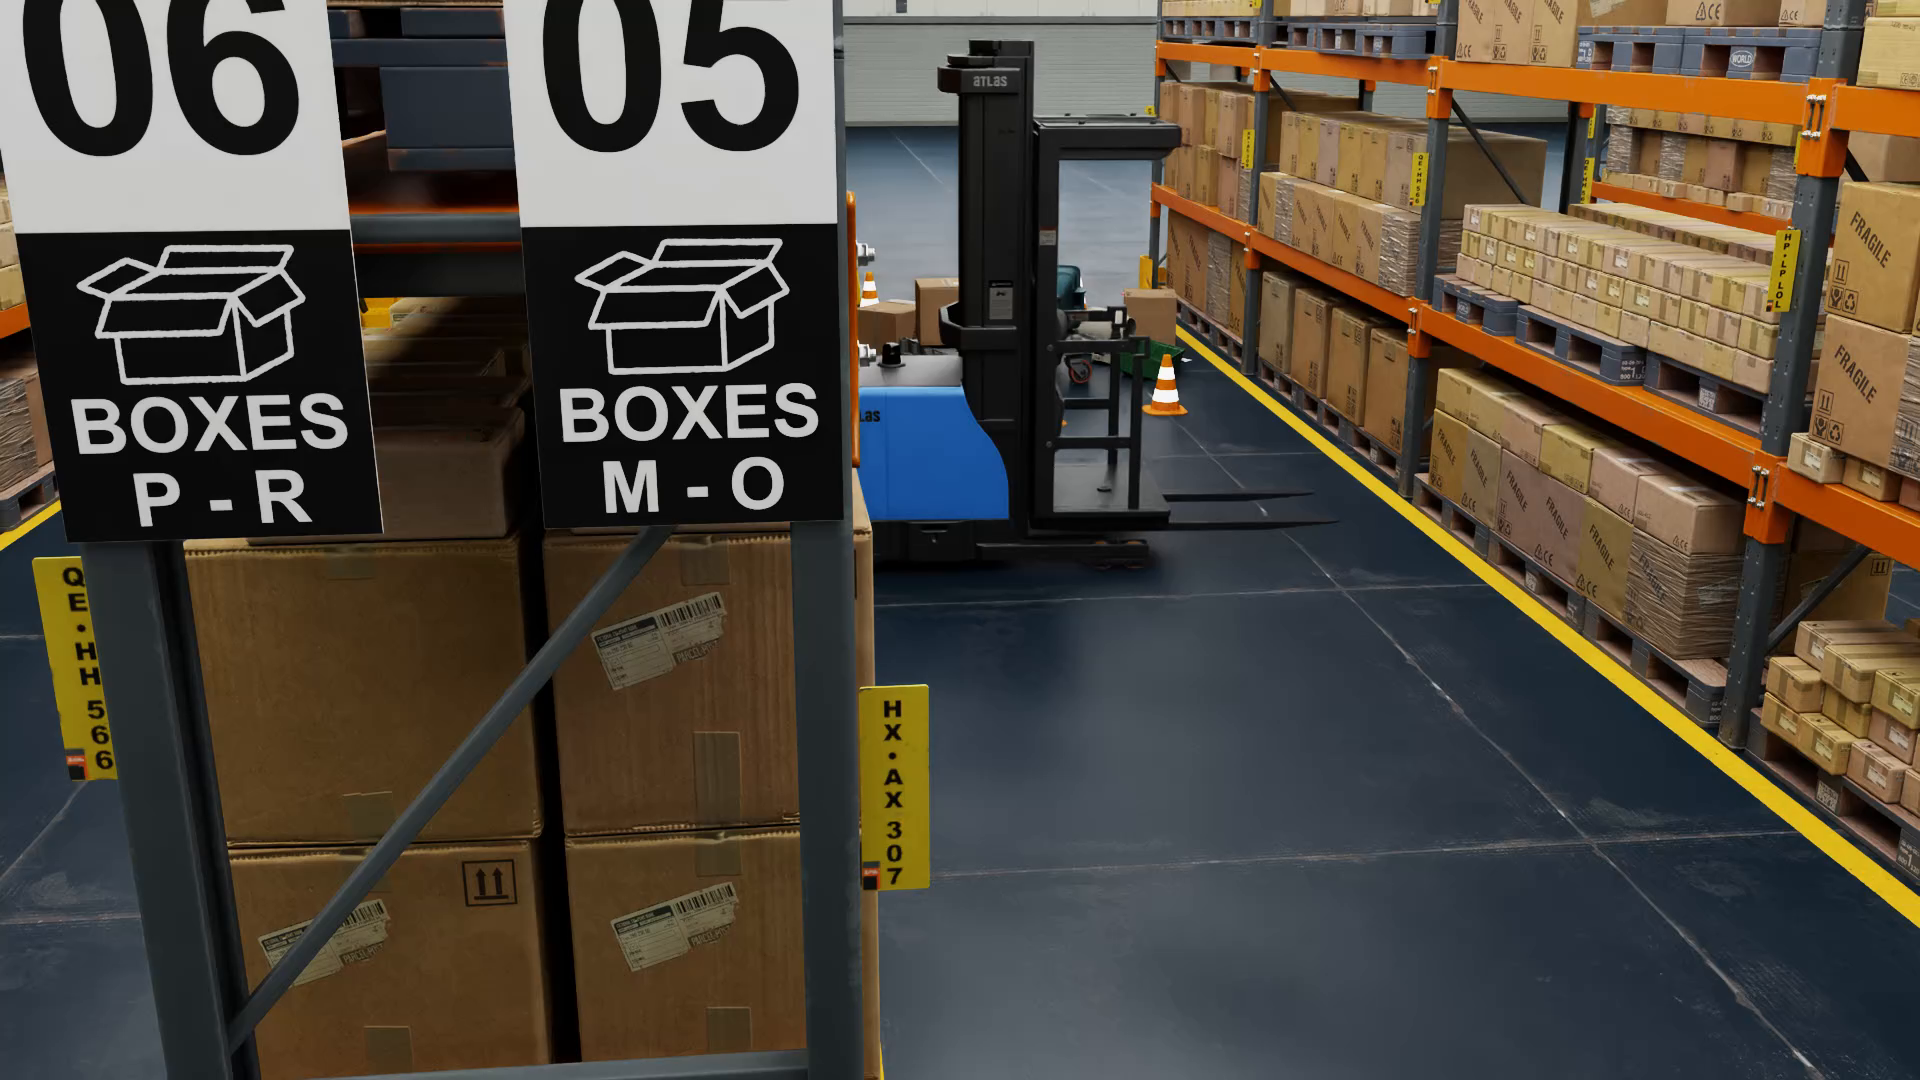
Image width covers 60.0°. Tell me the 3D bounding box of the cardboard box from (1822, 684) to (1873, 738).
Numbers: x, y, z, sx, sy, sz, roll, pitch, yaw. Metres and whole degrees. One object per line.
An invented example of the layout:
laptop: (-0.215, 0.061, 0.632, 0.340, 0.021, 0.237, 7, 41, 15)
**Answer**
cardboard box: (3.687, 0.665, 6.614, 0.380, 0.149, 0.250, -2, 18, -5)

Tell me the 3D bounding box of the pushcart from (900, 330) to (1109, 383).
pushcart: (0.377, -1.578, 14.575, 1.648, 0.377, 0.936, -8, 19, -25)

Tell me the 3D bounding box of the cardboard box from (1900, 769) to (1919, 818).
cardboard box: (3.752, 0.960, 6.169, 0.380, 0.149, 0.250, -2, 18, -7)

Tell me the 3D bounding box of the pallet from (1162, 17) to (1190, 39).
pallet: (2.702, -5.287, 17.150, 1.003, 0.211, 1.213, -2, 18, -6)

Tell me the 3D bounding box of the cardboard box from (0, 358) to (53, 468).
cardboard box: (-6.536, -0.846, 11.127, 0.875, 0.625, 0.625, -1, 17, -4)

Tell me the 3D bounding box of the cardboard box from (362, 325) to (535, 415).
cardboard box: (-1.029, -0.329, 3.299, 0.380, 0.149, 0.250, -1, 17, -4)

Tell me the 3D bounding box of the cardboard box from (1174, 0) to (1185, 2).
cardboard box: (2.463, -5.566, 16.775, 0.500, 0.250, 0.500, -2, 18, -6)

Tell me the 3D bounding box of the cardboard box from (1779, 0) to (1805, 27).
cardboard box: (3.971, -2.401, 7.258, 0.500, 0.311, 0.500, -2, 18, -6)

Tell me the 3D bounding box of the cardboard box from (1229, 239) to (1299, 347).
cardboard box: (3.033, -2.303, 15.352, 0.875, 0.875, 0.875, -2, 17, -5)

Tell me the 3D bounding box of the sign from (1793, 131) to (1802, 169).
sign: (7.433, -3.444, 14.695, 0.100, 0.325, 0.005, -2, 18, -6)

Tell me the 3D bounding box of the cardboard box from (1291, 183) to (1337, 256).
cardboard box: (2.916, -2.510, 12.999, 0.500, 0.500, 0.500, -2, 18, -6)

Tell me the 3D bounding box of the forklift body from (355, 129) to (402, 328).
forklift body: (-5.225, -2.868, 15.721, 2.313, 2.155, 1.214, -2, 18, -6)

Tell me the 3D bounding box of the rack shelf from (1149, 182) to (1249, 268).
rack shelf: (2.822, -3.180, 16.499, 1.077, 0.370, 4.000, -2, 18, -6)

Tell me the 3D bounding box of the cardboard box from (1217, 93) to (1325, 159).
cardboard box: (2.852, -3.785, 15.173, 0.875, 0.550, 0.550, -2, 18, -6)

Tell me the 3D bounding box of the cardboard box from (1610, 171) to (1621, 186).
cardboard box: (7.358, -3.955, 18.186, 0.380, 0.149, 0.250, -2, 18, -6)

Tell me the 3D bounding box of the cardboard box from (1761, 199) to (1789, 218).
cardboard box: (7.641, -3.060, 15.336, 0.380, 0.149, 0.250, -2, 18, -6)

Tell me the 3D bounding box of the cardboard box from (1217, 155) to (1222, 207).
cardboard box: (2.960, -3.436, 15.863, 0.875, 0.550, 0.550, -2, 18, -6)

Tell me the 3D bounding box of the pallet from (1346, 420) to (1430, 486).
pallet: (3.434, -0.642, 11.870, 1.003, 0.211, 1.213, -2, 18, -6)

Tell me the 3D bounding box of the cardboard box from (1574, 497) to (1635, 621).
cardboard box: (3.473, 0.083, 8.377, 0.500, 0.500, 0.500, -2, 18, -7)

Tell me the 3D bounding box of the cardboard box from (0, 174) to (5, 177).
cardboard box: (-6.952, -2.604, 12.214, 0.380, 0.149, 0.250, -2, 18, -6)

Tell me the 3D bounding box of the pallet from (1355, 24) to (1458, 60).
pallet: (3.321, -3.267, 10.882, 1.213, 0.211, 1.003, -1, 17, -3)

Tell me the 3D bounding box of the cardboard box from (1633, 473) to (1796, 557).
cardboard box: (3.525, -0.123, 7.782, 0.500, 0.250, 0.500, -2, 18, -7)

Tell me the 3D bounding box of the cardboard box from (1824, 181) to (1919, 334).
cardboard box: (3.657, -1.068, 6.240, 0.500, 0.500, 0.500, -1, 17, -4)

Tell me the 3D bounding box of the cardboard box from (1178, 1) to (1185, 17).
cardboard box: (2.411, -5.340, 16.723, 0.380, 0.149, 0.250, -2, 18, -5)

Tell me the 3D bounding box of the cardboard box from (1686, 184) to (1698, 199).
cardboard box: (7.567, -3.510, 16.768, 0.380, 0.149, 0.250, -2, 18, -6)

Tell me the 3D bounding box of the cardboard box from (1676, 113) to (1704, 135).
cardboard box: (7.500, -4.290, 16.500, 0.500, 0.500, 0.500, -2, 18, -6)

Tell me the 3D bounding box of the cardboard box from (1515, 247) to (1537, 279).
cardboard box: (3.378, -1.572, 9.399, 0.380, 0.149, 0.250, -2, 18, -5)

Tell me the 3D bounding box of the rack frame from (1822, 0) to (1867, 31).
rack frame: (3.853, -3.406, 6.003, 1.000, 3.000, 0.127, -2, 18, -6)

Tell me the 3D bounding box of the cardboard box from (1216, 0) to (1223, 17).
cardboard box: (2.567, -4.888, 15.281, 0.380, 0.149, 0.250, -2, 17, -5)

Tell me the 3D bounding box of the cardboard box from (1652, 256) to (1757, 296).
cardboard box: (3.537, -1.257, 7.898, 0.380, 0.149, 0.250, -2, 18, -6)

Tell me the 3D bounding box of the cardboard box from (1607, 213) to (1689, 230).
cardboard box: (3.998, -1.815, 9.676, 0.380, 0.149, 0.250, -1, 17, -4)

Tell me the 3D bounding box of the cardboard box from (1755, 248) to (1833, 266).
cardboard box: (4.161, -1.350, 8.193, 0.380, 0.149, 0.250, -2, 18, -6)

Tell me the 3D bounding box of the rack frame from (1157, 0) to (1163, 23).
rack frame: (2.615, -6.981, 17.390, 1.000, 3.000, 0.127, -2, 18, -6)

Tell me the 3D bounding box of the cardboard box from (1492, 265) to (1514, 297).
cardboard box: (3.342, -1.516, 9.717, 0.380, 0.149, 0.250, -1, 17, -3)

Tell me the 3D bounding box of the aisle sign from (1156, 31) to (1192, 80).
aisle sign: (2.310, -5.371, 17.937, 0.394, 0.787, 0.004, -2, 18, -6)

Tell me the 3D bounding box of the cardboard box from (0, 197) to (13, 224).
cardboard box: (-6.270, -2.092, 10.583, 0.380, 0.149, 0.250, -2, 17, -5)

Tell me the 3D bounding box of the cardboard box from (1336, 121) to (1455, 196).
cardboard box: (3.242, -2.850, 12.411, 0.700, 0.500, 0.500, -2, 18, -6)

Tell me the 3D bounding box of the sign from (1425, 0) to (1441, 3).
sign: (2.888, -3.436, 10.112, 0.100, 0.325, 0.005, -2, 18, -6)

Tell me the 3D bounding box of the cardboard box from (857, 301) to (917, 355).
cardboard box: (-0.642, -1.914, 15.435, 0.500, 0.500, 0.500, 11, 21, 32)

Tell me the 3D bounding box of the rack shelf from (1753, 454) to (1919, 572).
rack shelf: (4.059, 0.395, 5.111, 1.077, 0.370, 4.000, -2, 18, -6)

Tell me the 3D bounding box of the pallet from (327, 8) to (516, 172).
pallet: (-0.735, -0.778, 2.789, 1.003, 0.211, 1.213, -2, 18, -6)

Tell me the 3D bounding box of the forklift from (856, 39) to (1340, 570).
forklift: (0.714, -1.381, 9.684, 3.031, 2.935, 1.130, -1, 17, -2)

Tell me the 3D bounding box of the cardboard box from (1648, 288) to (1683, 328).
cardboard box: (3.532, -1.112, 7.934, 0.380, 0.149, 0.250, -2, 18, -7)

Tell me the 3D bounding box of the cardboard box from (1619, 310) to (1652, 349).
cardboard box: (3.504, -1.045, 8.218, 0.380, 0.149, 0.250, -3, 18, -8)

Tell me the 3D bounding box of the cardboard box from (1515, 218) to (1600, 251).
cardboard box: (3.373, -1.724, 9.386, 0.380, 0.149, 0.250, -3, 18, -8)

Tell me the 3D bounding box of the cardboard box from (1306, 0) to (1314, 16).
cardboard box: (2.888, -4.170, 12.995, 0.250, 0.149, 0.380, -2, 18, -6)

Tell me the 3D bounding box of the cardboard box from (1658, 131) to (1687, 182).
cardboard box: (7.768, -3.971, 17.156, 0.875, 0.500, 0.500, -2, 18, -6)

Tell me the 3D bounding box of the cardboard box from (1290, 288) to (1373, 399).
cardboard box: (3.277, -1.585, 13.271, 1.050, 0.750, 0.750, -2, 18, -6)

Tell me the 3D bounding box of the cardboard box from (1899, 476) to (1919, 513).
cardboard box: (3.737, -0.177, 6.152, 0.380, 0.149, 0.250, -3, 18, -8)

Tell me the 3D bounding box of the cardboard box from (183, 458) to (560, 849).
cardboard box: (-0.934, 0.170, 2.791, 0.500, 0.500, 0.500, -1, 17, -4)
